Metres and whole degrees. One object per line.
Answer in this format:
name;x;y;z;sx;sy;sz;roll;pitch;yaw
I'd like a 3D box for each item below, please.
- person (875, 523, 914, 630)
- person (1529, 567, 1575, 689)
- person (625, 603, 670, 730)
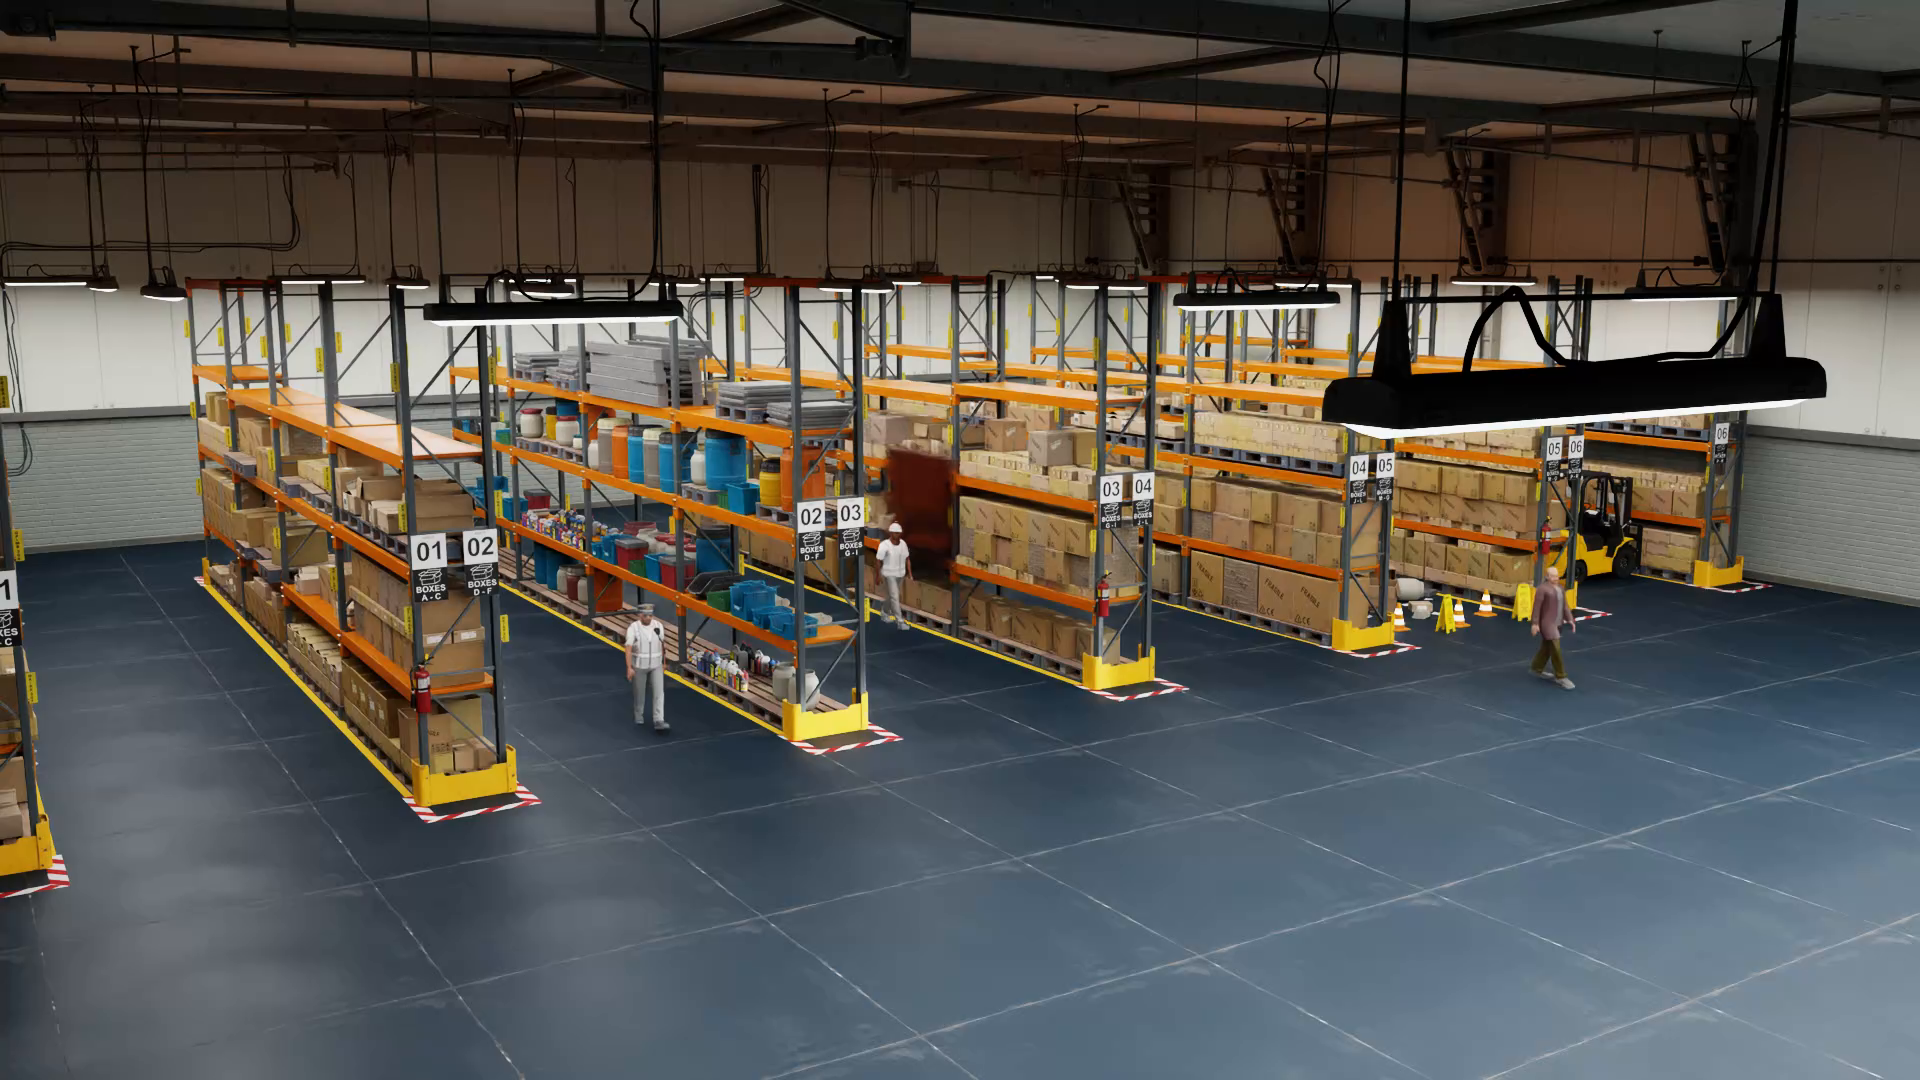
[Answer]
person;-1.032;0.577;27.464;0.973;1.713;0.584;9;13;43
person;8.956;1.284;25.027;0.624;1.769;0.895;-7;12;-34
person;-4.252;1.714;22.608;0.593;1.707;0.955;-4;10;-23
